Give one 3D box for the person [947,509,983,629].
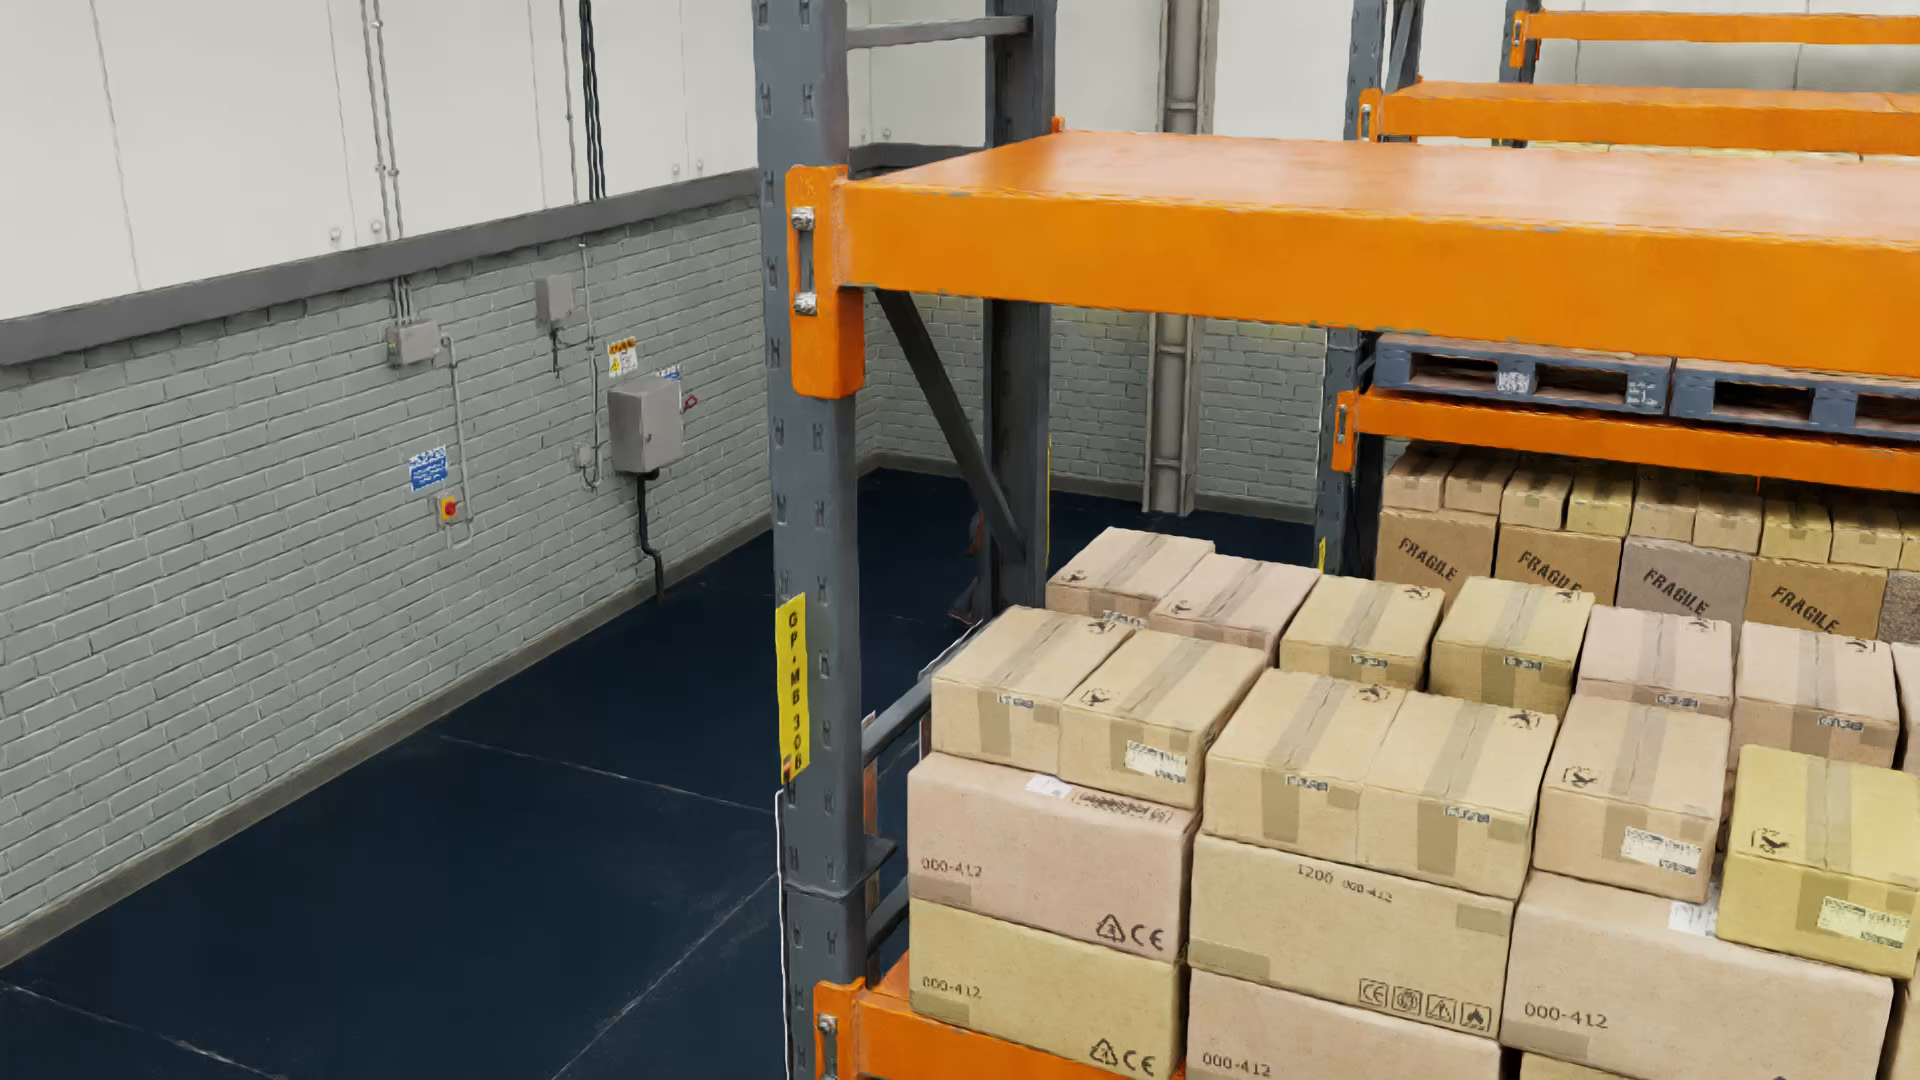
[{"bbox_3d":[0.205,-0.049,11.751,0.614,1.635,0.448,1,19,3],"label":"person"}]
